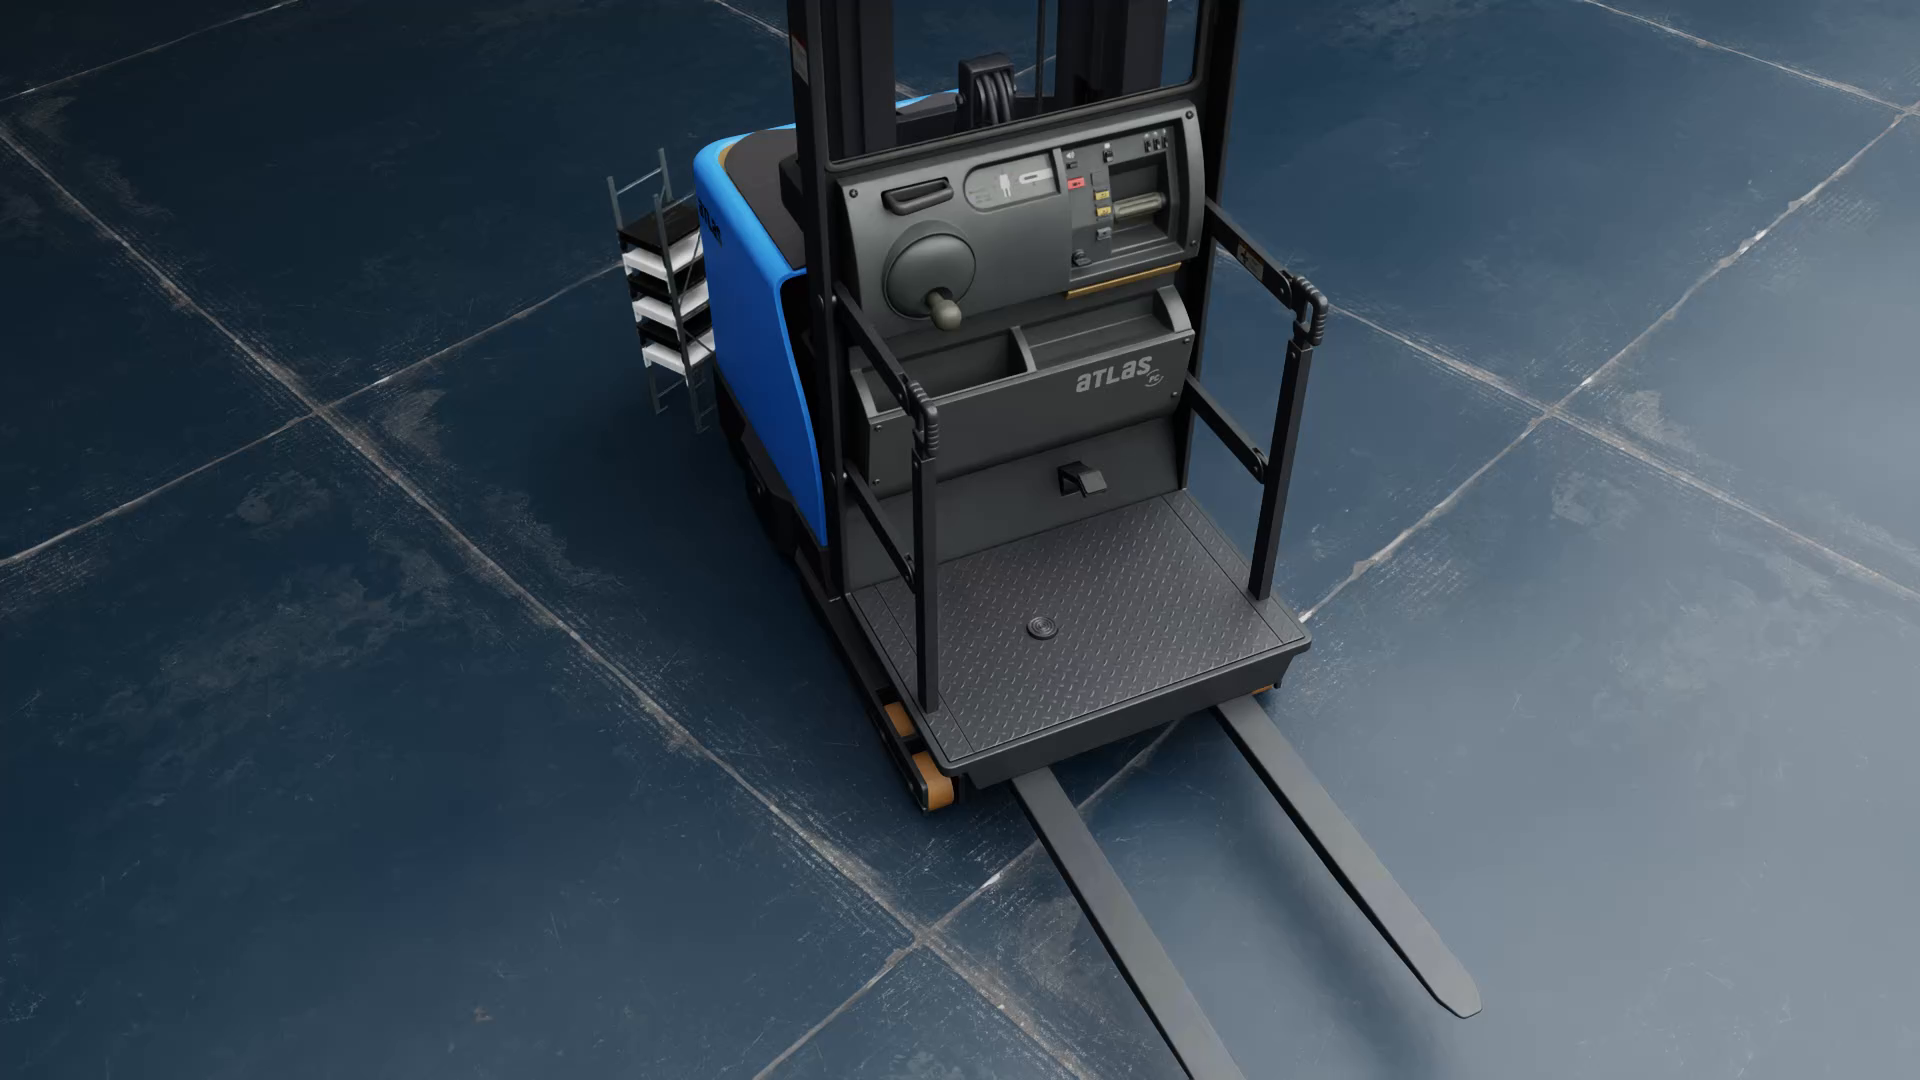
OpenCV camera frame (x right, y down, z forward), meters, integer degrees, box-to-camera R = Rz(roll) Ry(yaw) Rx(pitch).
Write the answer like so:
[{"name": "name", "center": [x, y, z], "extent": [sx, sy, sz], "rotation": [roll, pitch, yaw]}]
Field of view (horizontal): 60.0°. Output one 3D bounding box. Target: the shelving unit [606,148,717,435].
[{"name": "shelving unit", "center": [-0.913, -0.800, 5.444], "extent": [0.210, 0.900, 0.258], "rotation": [25, 48, 30]}]

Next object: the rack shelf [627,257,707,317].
[{"name": "rack shelf", "center": [-0.916, -0.843, 5.407], "extent": [0.200, 0.077, 0.258], "rotation": [25, 48, 30]}]

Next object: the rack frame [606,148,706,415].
[{"name": "rack frame", "center": [-0.994, -0.837, 5.494], "extent": [0.006, 0.900, 0.240], "rotation": [25, 48, 30]}]

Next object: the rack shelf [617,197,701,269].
[{"name": "rack shelf", "center": [-0.925, -0.980, 5.290], "extent": [0.200, 0.077, 0.258], "rotation": [25, 48, 30]}]

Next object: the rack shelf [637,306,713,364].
[{"name": "rack shelf", "center": [-0.907, -0.706, 5.524], "extent": [0.200, 0.077, 0.258], "rotation": [25, 48, 30]}]

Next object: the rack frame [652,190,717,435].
[{"name": "rack frame", "center": [-0.833, -0.762, 5.393], "extent": [0.006, 0.900, 0.240], "rotation": [25, 48, 30]}]

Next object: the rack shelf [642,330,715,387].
[{"name": "rack shelf", "center": [-0.903, -0.638, 5.582], "extent": [0.200, 0.077, 0.258], "rotation": [25, 48, 30]}]

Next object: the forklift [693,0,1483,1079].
[{"name": "forklift", "center": [0.258, -0.690, 3.837], "extent": [1.130, 2.935, 3.031], "rotation": [-17, 45, -18]}]

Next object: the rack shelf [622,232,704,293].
[{"name": "rack shelf", "center": [-0.921, -0.911, 5.349], "extent": [0.200, 0.077, 0.258], "rotation": [25, 48, 30]}]

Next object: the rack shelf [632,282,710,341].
[{"name": "rack shelf", "center": [-0.912, -0.774, 5.465], "extent": [0.200, 0.077, 0.258], "rotation": [25, 48, 30]}]
